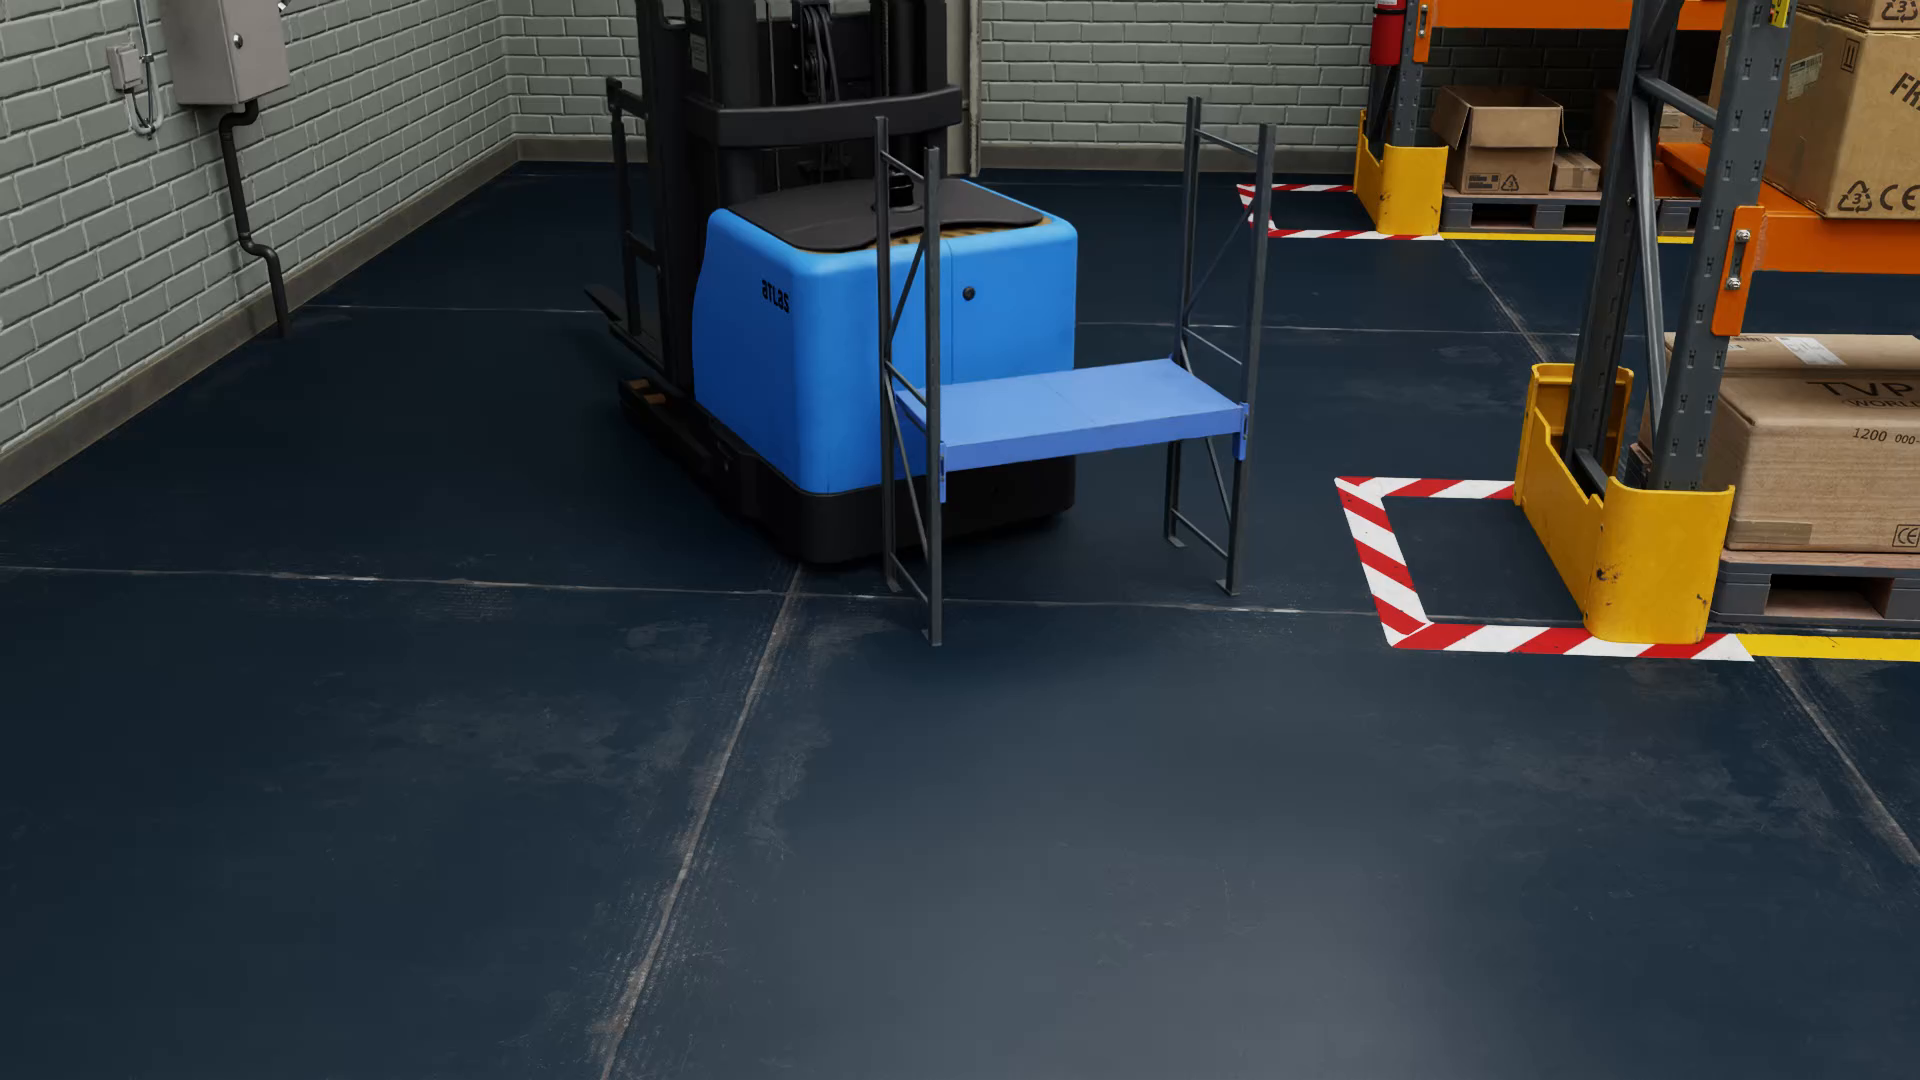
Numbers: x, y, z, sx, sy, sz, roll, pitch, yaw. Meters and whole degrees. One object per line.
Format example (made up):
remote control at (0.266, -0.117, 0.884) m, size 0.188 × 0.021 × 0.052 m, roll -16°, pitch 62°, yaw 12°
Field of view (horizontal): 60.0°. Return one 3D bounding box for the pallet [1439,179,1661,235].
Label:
pallet at (3.421, -2.064, 9.983) m, size 1.213 × 0.211 × 1.003 m, roll 2°, pitch 25°, yaw 4°

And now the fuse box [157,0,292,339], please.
fuse box at (-3.144, -1.746, 7.497) m, size 0.414 × 1.711 × 0.539 m, roll 2°, pitch 25°, yaw 4°

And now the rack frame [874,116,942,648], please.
rack frame at (-0.153, -0.454, 4.942) m, size 0.032 × 1.500 × 0.500 m, roll -9°, pitch 26°, yaw -18°

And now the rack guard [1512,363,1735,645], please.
rack guard at (2.150, -0.155, 5.488) m, size 0.348 × 0.500 × 1.175 m, roll 2°, pitch 25°, yaw 4°

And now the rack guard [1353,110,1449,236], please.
rack guard at (2.626, -2.220, 9.977) m, size 0.348 × 0.500 × 1.175 m, roll 2°, pitch 25°, yaw 4°

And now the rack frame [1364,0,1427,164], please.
rack frame at (2.550, -3.358, 9.460) m, size 0.127 × 3.000 × 1.000 m, roll 2°, pitch 25°, yaw 4°

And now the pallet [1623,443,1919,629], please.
pallet at (2.977, -0.030, 5.562) m, size 1.213 × 0.211 × 1.003 m, roll 2°, pitch 25°, yaw 4°

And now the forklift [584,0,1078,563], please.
forklift at (-0.745, -1.834, 6.230) m, size 1.130 × 2.935 × 3.031 m, roll -13°, pitch 28°, yaw -26°

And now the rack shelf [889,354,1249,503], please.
rack shelf at (0.325, -0.362, 5.174) m, size 1.000 × 0.185 × 0.538 m, roll -9°, pitch 26°, yaw -18°

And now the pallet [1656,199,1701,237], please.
pallet at (4.634, -2.024, 9.896) m, size 1.213 × 0.211 × 1.003 m, roll 2°, pitch 25°, yaw 4°

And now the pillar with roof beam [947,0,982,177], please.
pillar with roof beam at (-0.398, -4.751, 5.311) m, size 0.400 × 9.000 × 9.100 m, roll 2°, pitch 25°, yaw 4°

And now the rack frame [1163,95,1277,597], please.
rack frame at (0.803, -0.598, 5.255) m, size 0.032 × 1.500 × 0.500 m, roll -9°, pitch 26°, yaw -18°

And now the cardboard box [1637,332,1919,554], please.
cardboard box at (2.840, -0.337, 5.456) m, size 0.875 × 0.438 × 0.875 m, roll 1°, pitch 25°, yaw 2°

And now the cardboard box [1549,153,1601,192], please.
cardboard box at (3.574, -2.165, 9.775) m, size 0.250 × 0.149 × 0.380 m, roll 1°, pitch 25°, yaw 2°

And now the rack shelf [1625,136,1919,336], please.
rack shelf at (4.168, -0.899, 4.975) m, size 4.000 × 0.370 × 1.077 m, roll 2°, pitch 25°, yaw 4°

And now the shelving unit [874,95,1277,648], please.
shelving unit at (0.325, -0.526, 5.098) m, size 1.048 × 1.500 × 0.538 m, roll -9°, pitch 26°, yaw -18°

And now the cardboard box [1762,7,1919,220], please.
cardboard box at (2.631, -1.200, 4.649) m, size 0.500 × 0.500 × 0.500 m, roll 2°, pitch 25°, yaw 4°

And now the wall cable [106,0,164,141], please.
wall cable at (-3.353, -2.513, 6.408) m, size 0.122 × 1.984 × 0.588 m, roll 2°, pitch 25°, yaw 4°

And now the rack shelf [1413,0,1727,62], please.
rack shelf at (4.545, -2.968, 9.471) m, size 4.000 × 0.370 × 1.077 m, roll 2°, pitch 25°, yaw 4°

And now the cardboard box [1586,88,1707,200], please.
cardboard box at (4.002, -2.311, 9.672) m, size 0.500 × 0.500 × 0.700 m, roll 3°, pitch 25°, yaw 6°

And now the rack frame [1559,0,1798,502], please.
rack frame at (2.174, -1.289, 4.964) m, size 0.127 × 3.000 × 1.000 m, roll 2°, pitch 25°, yaw 4°

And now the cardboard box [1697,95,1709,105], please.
cardboard box at (4.522, -2.252, 9.544) m, size 0.500 × 0.500 × 0.500 m, roll 2°, pitch 25°, yaw 5°

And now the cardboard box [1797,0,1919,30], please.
cardboard box at (2.631, -1.655, 4.442) m, size 0.500 × 0.500 × 0.500 m, roll 1°, pitch 25°, yaw 3°

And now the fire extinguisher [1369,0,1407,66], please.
fire extinguisher at (2.368, -2.966, 9.146) m, size 0.183 × 0.674 × 0.296 m, roll 2°, pitch 25°, yaw 4°

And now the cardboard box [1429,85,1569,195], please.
cardboard box at (3.153, -2.356, 9.766) m, size 0.637 × 0.503 × 0.797 m, roll 1°, pitch 25°, yaw 2°

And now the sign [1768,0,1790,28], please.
sign at (2.126, -1.488, 4.264) m, size 0.005 × 0.325 × 0.100 m, roll 2°, pitch 25°, yaw 4°

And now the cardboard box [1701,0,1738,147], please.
cardboard box at (2.675, -1.430, 5.149) m, size 0.500 × 0.500 × 0.500 m, roll 2°, pitch 25°, yaw 4°
